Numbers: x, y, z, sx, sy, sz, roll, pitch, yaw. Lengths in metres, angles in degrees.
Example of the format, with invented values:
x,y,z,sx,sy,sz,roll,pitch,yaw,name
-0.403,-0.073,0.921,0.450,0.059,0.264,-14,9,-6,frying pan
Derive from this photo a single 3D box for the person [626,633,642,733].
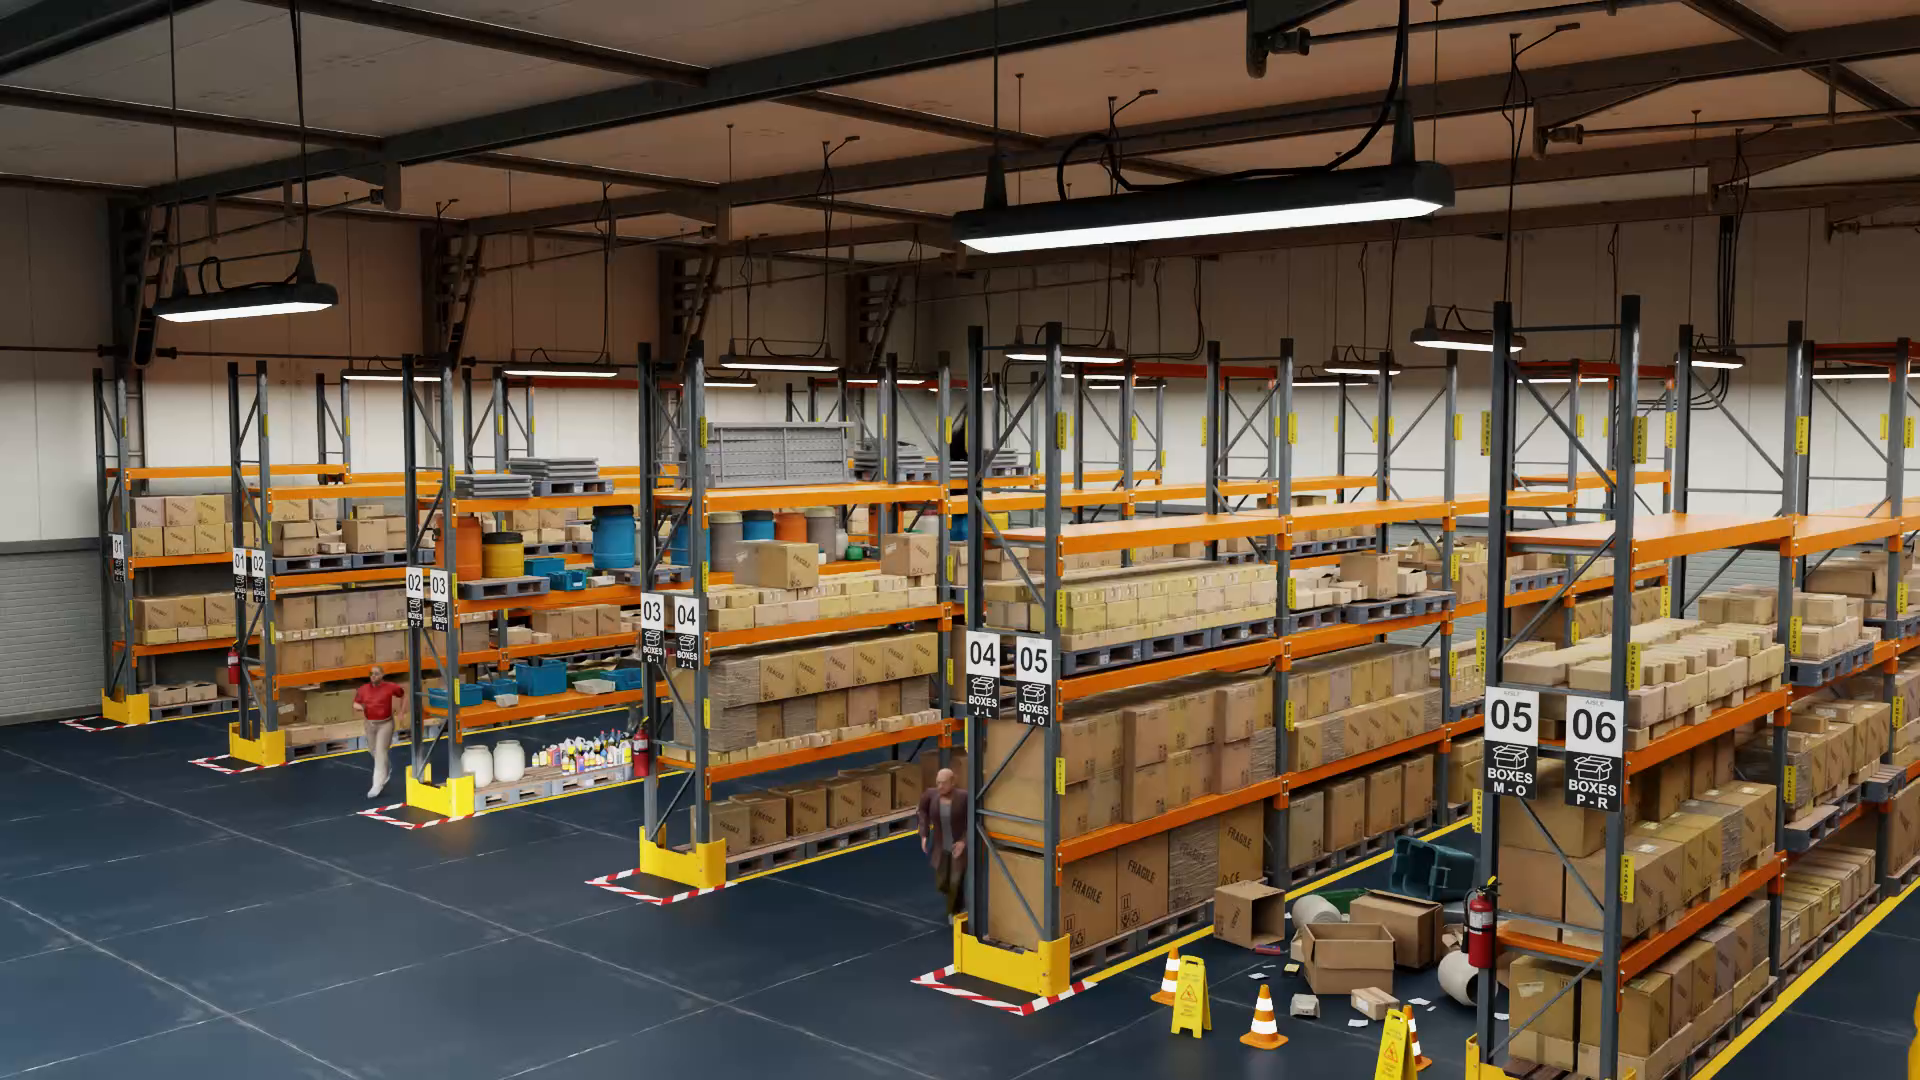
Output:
x,y,z,sx,sy,sz,roll,pitch,yaw,name
-5.253,2.348,27.477,0.522,1.647,0.733,2,5,30,person

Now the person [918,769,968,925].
x,y,z,sx,sy,sz,roll,pitch,yaw,name
-0.088,3.097,16.981,0.709,1.638,0.781,1,4,19,person

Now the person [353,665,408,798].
x,y,z,sx,sy,sz,roll,pitch,yaw,name
-8.021,2.591,22.972,0.650,1.747,0.959,0,4,4,person
